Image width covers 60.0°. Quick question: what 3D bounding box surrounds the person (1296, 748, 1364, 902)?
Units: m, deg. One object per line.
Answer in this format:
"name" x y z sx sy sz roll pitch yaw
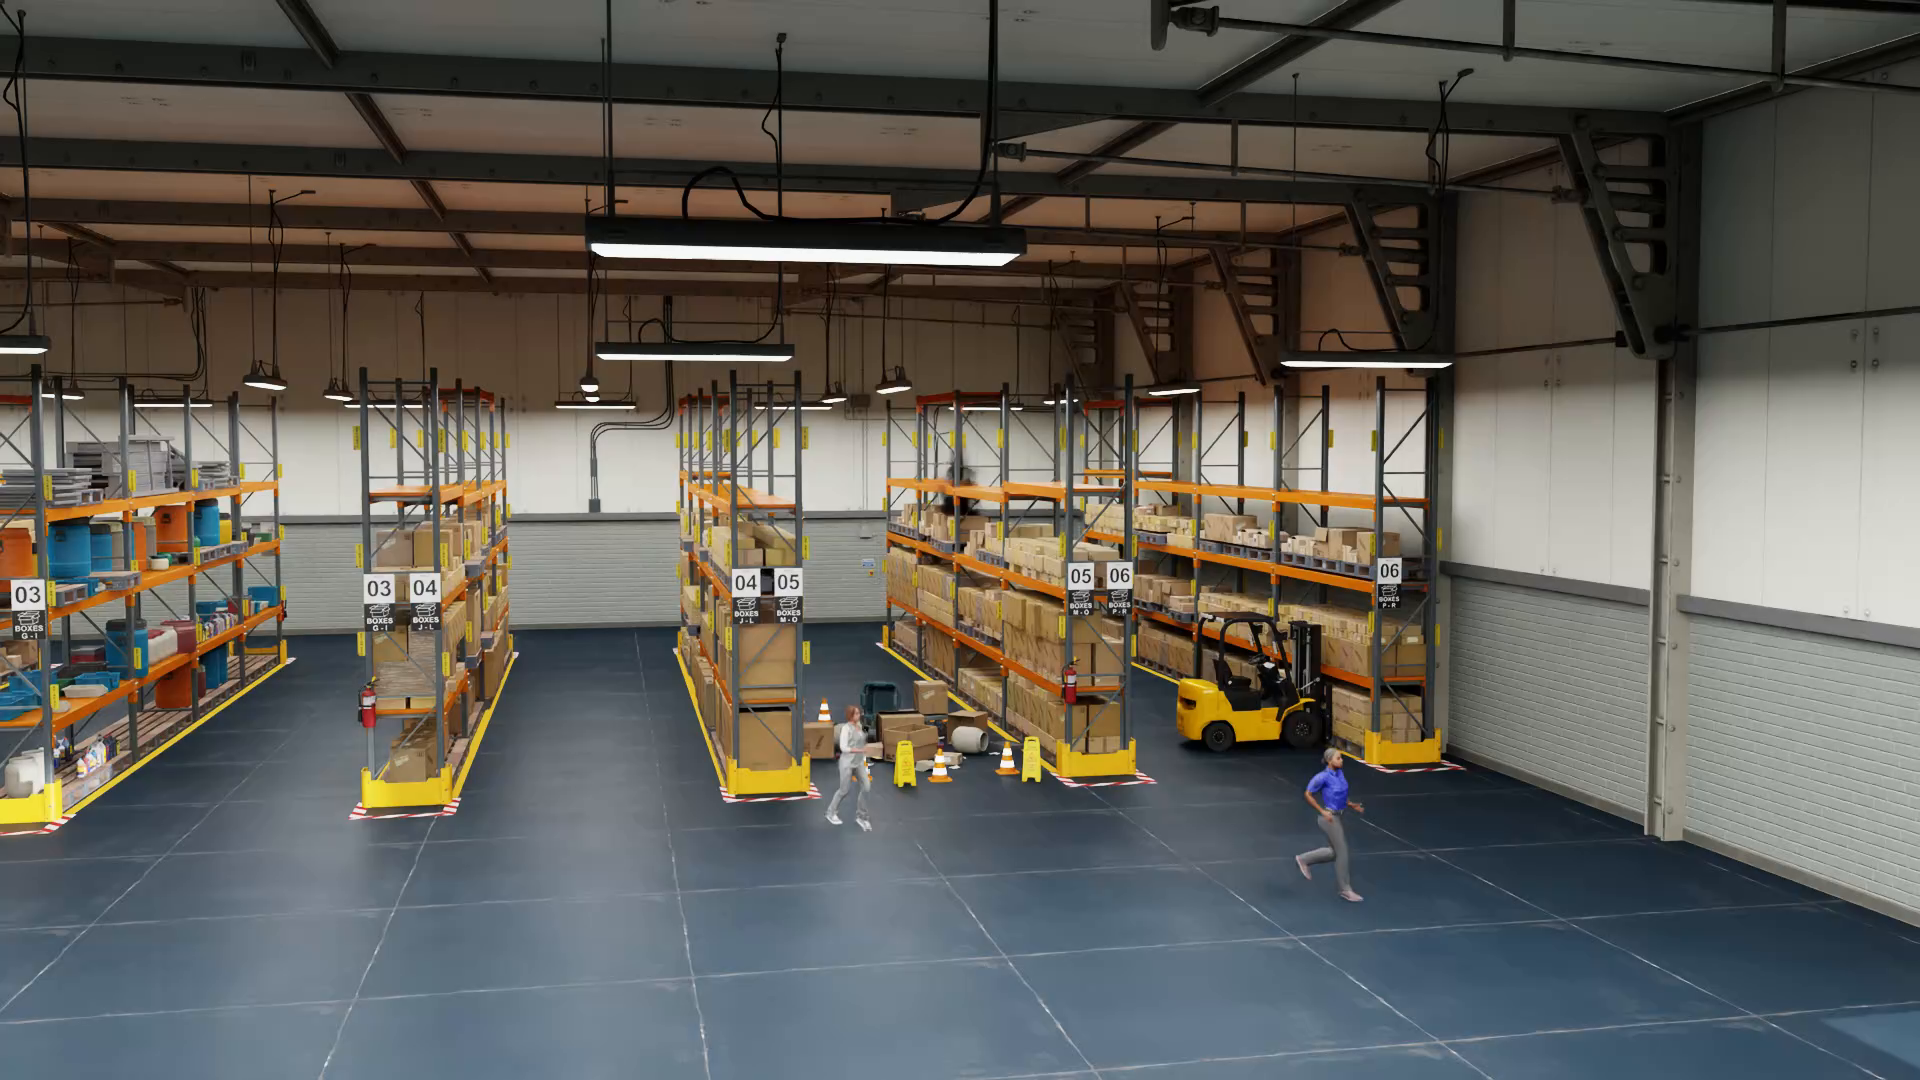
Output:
"person" 4.067 3.110 18.296 0.819 1.648 0.579 3 4 38

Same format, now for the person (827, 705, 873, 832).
"person" -1.397 2.932 21.377 0.731 1.654 0.550 2 4 35
